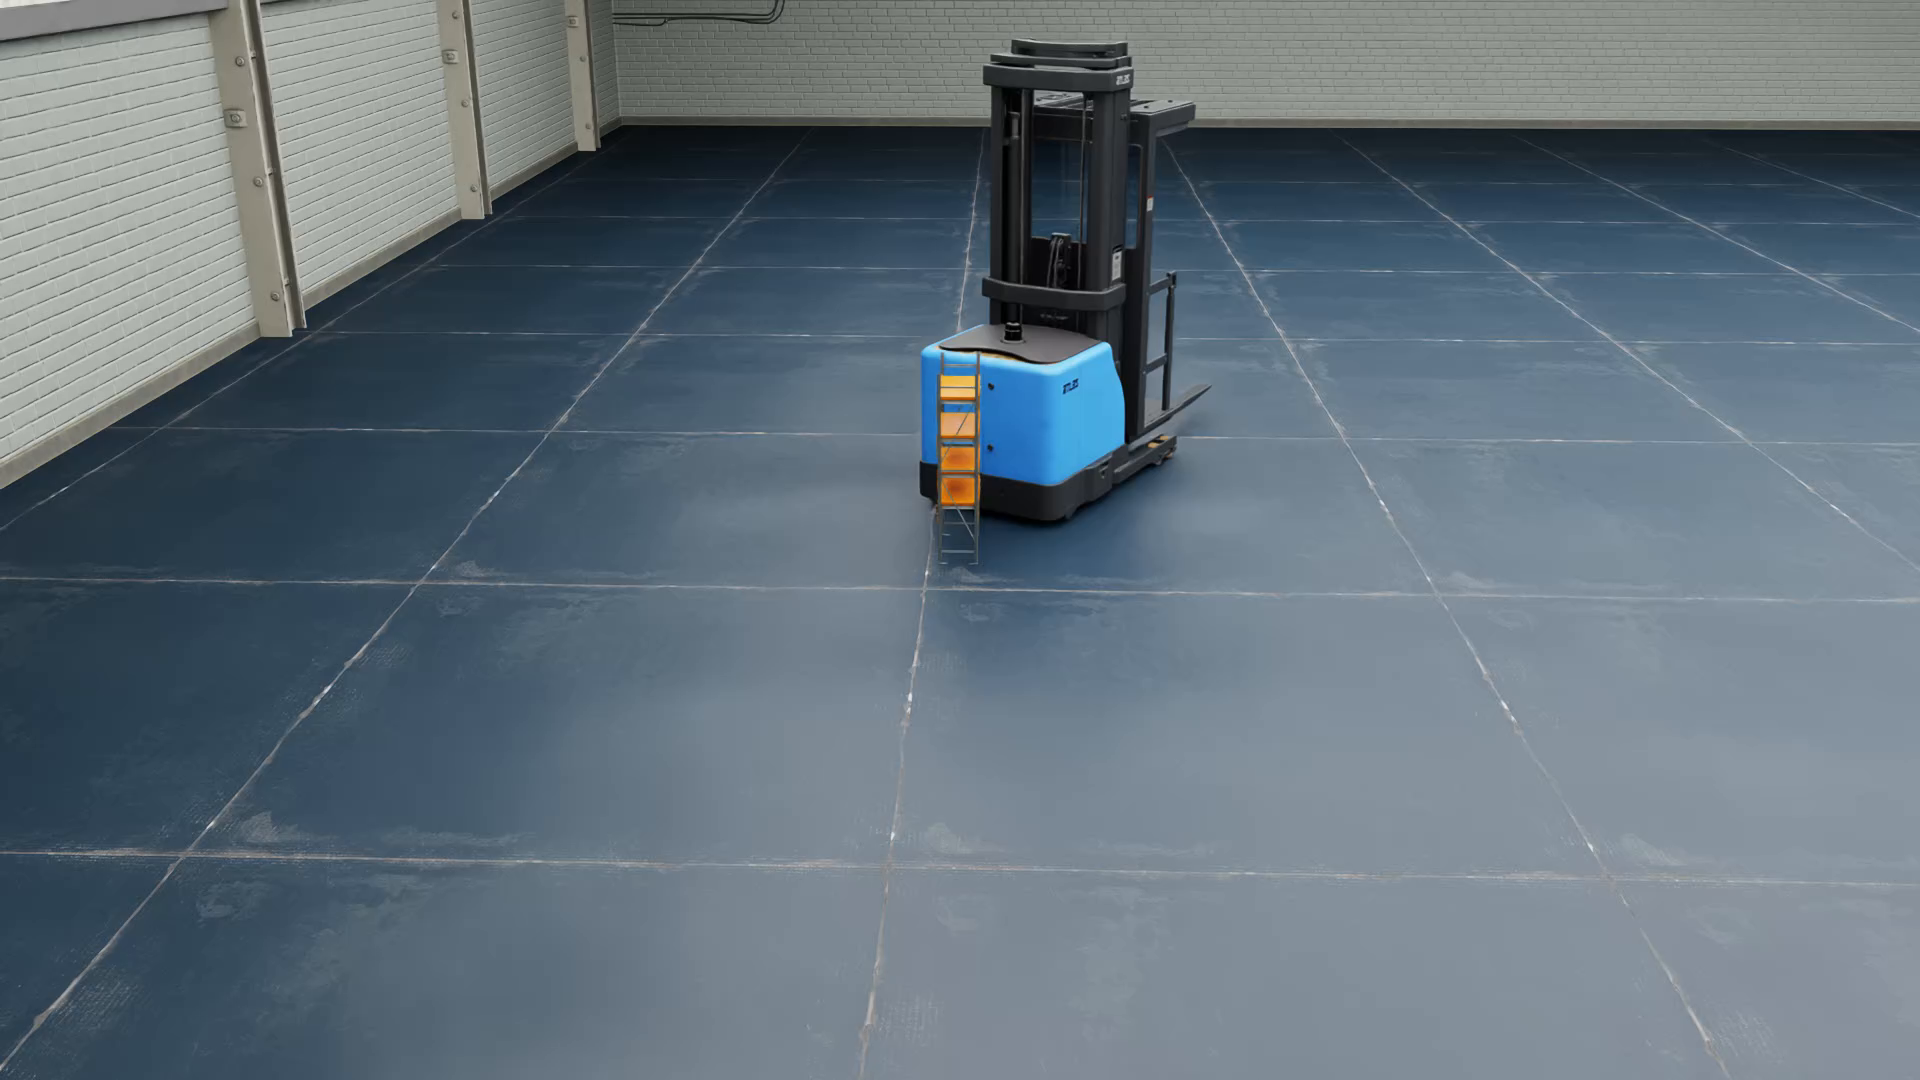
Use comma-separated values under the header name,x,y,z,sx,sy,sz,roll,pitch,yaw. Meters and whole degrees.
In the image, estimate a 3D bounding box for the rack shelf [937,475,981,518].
name,x,y,z,sx,sy,sz,roll,pitch,yaw
rack shelf,-0.005,-0.252,10.254,0.258,0.148,0.480,1,21,2

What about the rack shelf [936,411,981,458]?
name,x,y,z,sx,sy,sz,roll,pitch,yaw
rack shelf,-0.005,-0.645,10.101,0.258,0.148,0.480,1,21,2

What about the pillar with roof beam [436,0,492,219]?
name,x,y,z,sx,sy,sz,roll,pitch,yaw
pillar with roof beam,-1.852,-8.266,19.392,9.100,9.000,0.400,1,21,2

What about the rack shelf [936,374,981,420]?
name,x,y,z,sx,sy,sz,roll,pitch,yaw
rack shelf,-0.005,-0.866,10.015,0.258,0.148,0.480,1,21,2

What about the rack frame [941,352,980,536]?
name,x,y,z,sx,sy,sz,roll,pitch,yaw
rack frame,0.002,-0.588,10.385,0.240,1.200,0.015,1,21,2

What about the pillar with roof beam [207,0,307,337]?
name,x,y,z,sx,sy,sz,roll,pitch,yaw
pillar with roof beam,-2.035,-6.096,13.801,9.100,9.000,0.400,1,21,2

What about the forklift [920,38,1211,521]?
name,x,y,z,sx,sy,sz,roll,pitch,yaw
forklift,0.916,-1.974,11.566,1.130,2.935,3.031,12,24,28

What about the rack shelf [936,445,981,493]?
name,x,y,z,sx,sy,sz,roll,pitch,yaw
rack shelf,-0.005,-0.437,10.182,0.258,0.148,0.480,1,21,2

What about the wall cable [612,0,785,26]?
name,x,y,z,sx,sy,sz,roll,pitch,yaw
wall cable,-4.562,-10.085,28.374,3.097,2.526,0.112,1,21,2

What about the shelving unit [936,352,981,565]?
name,x,y,z,sx,sy,sz,roll,pitch,yaw
shelving unit,-0.005,-0.500,10.158,0.258,1.200,0.503,1,21,2

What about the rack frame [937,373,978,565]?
name,x,y,z,sx,sy,sz,roll,pitch,yaw
rack frame,-0.012,-0.411,9.930,0.240,1.200,0.015,1,21,2

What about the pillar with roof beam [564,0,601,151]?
name,x,y,z,sx,sy,sz,roll,pitch,yaw
pillar with roof beam,-1.670,-10.435,24.983,9.100,9.000,0.400,1,21,2
